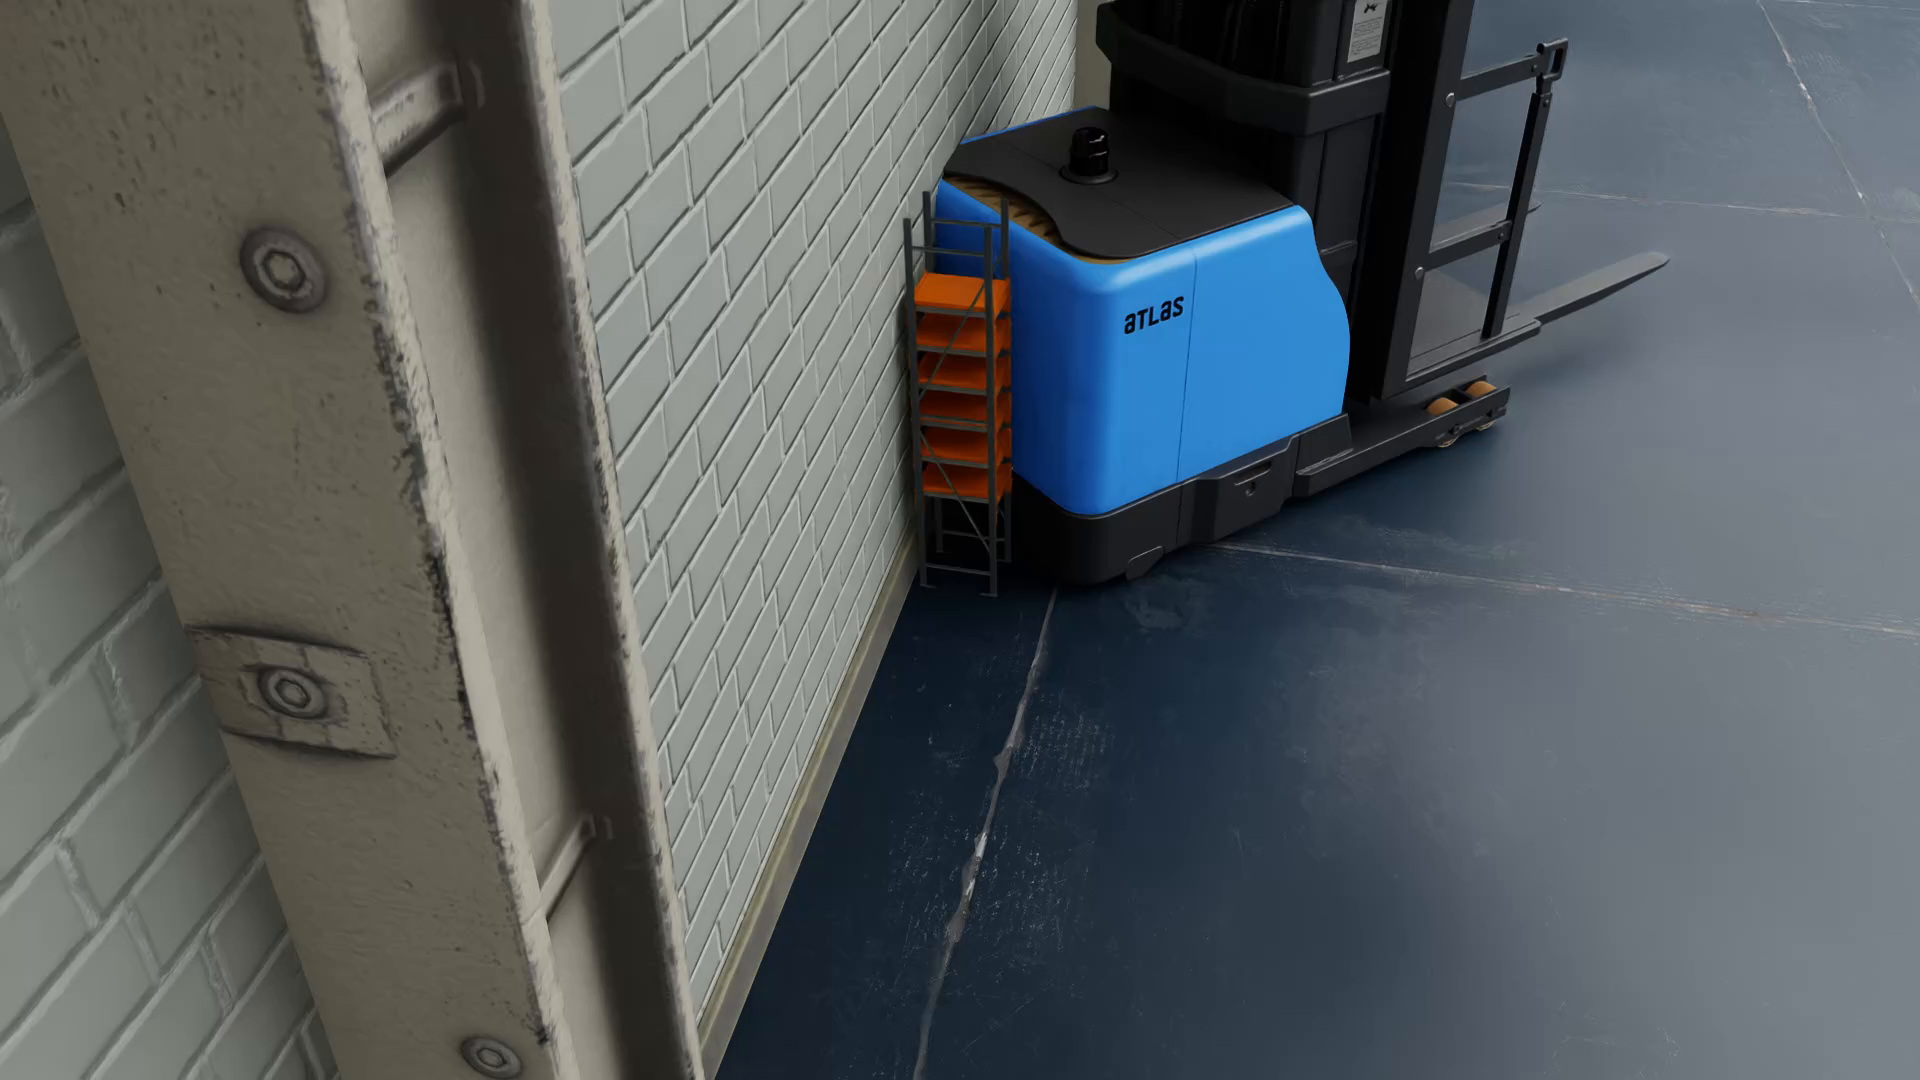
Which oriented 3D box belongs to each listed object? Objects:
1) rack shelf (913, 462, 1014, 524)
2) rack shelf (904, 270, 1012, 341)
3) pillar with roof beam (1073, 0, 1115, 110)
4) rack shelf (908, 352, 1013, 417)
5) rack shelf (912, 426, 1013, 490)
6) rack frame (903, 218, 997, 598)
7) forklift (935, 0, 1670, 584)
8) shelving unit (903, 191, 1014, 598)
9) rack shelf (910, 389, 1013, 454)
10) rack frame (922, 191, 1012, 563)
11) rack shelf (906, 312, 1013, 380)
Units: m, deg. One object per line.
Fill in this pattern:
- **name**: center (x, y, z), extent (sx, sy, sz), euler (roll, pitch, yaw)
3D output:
- **rack shelf**: center (0.012, -0.154, 4.916), extent (0.258, 0.103, 0.180), euler (8, 36, 13)
- **rack shelf**: center (-0.003, -0.647, 4.574), extent (0.258, 0.103, 0.180), euler (8, 36, 13)
- **pillar with roof beam**: center (4.897, -4.903, 4.346), extent (9.100, 9.000, 0.400), euler (7, 37, 10)
- **rack shelf**: center (0.003, -0.450, 4.711), extent (0.258, 0.103, 0.180), euler (8, 36, 13)
- **rack shelf**: center (0.009, -0.253, 4.848), extent (0.258, 0.103, 0.180), euler (8, 36, 13)
- **rack frame**: center (-0.019, -0.337, 4.682), extent (0.240, 1.200, 0.006), euler (8, 36, 13)
- **forklift**: center (1.287, -1.735, 5.146), extent (3.031, 2.935, 1.130), euler (-22, 42, -28)
- **shelving unit**: center (0.005, -0.388, 4.754), extent (0.258, 1.200, 0.189), euler (8, 36, 13)
- **rack shelf**: center (0.006, -0.351, 4.779), extent (0.258, 0.103, 0.180), euler (8, 36, 13)
- **rack frame**: center (0.029, -0.439, 4.826), extent (0.240, 1.200, 0.006), euler (8, 36, 13)
- **rack shelf**: center (0.000, -0.548, 4.643), extent (0.258, 0.103, 0.180), euler (8, 36, 13)
